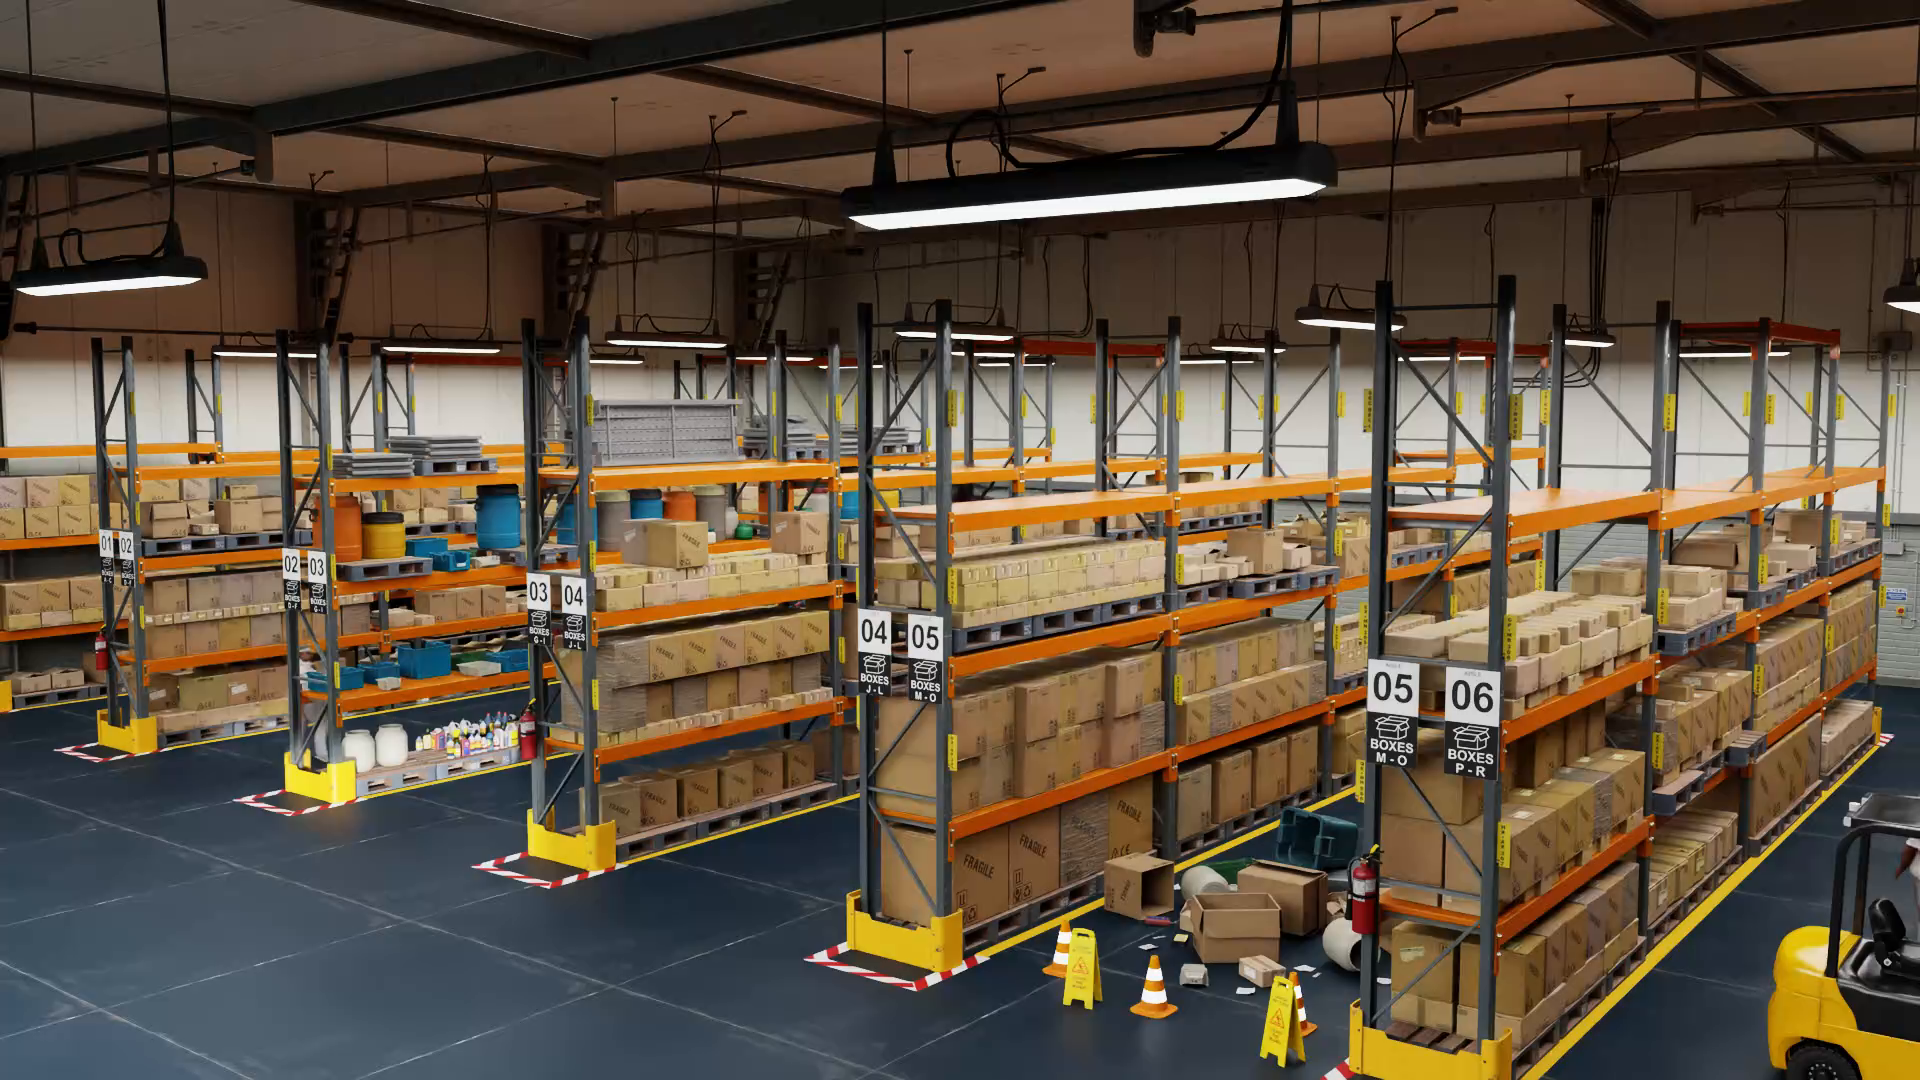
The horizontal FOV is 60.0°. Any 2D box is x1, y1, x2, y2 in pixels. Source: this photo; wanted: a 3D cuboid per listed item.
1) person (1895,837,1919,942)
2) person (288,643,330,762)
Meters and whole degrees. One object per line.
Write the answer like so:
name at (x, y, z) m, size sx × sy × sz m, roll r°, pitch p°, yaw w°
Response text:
person at (8.659, 3.002, 14.733) m, size 0.650 × 1.797 × 0.693 m, roll 3°, pitch 6°, yaw 30°
person at (-9.174, 2.313, 23.450) m, size 0.622 × 1.756 × 0.421 m, roll -3°, pitch 6°, yaw -30°
